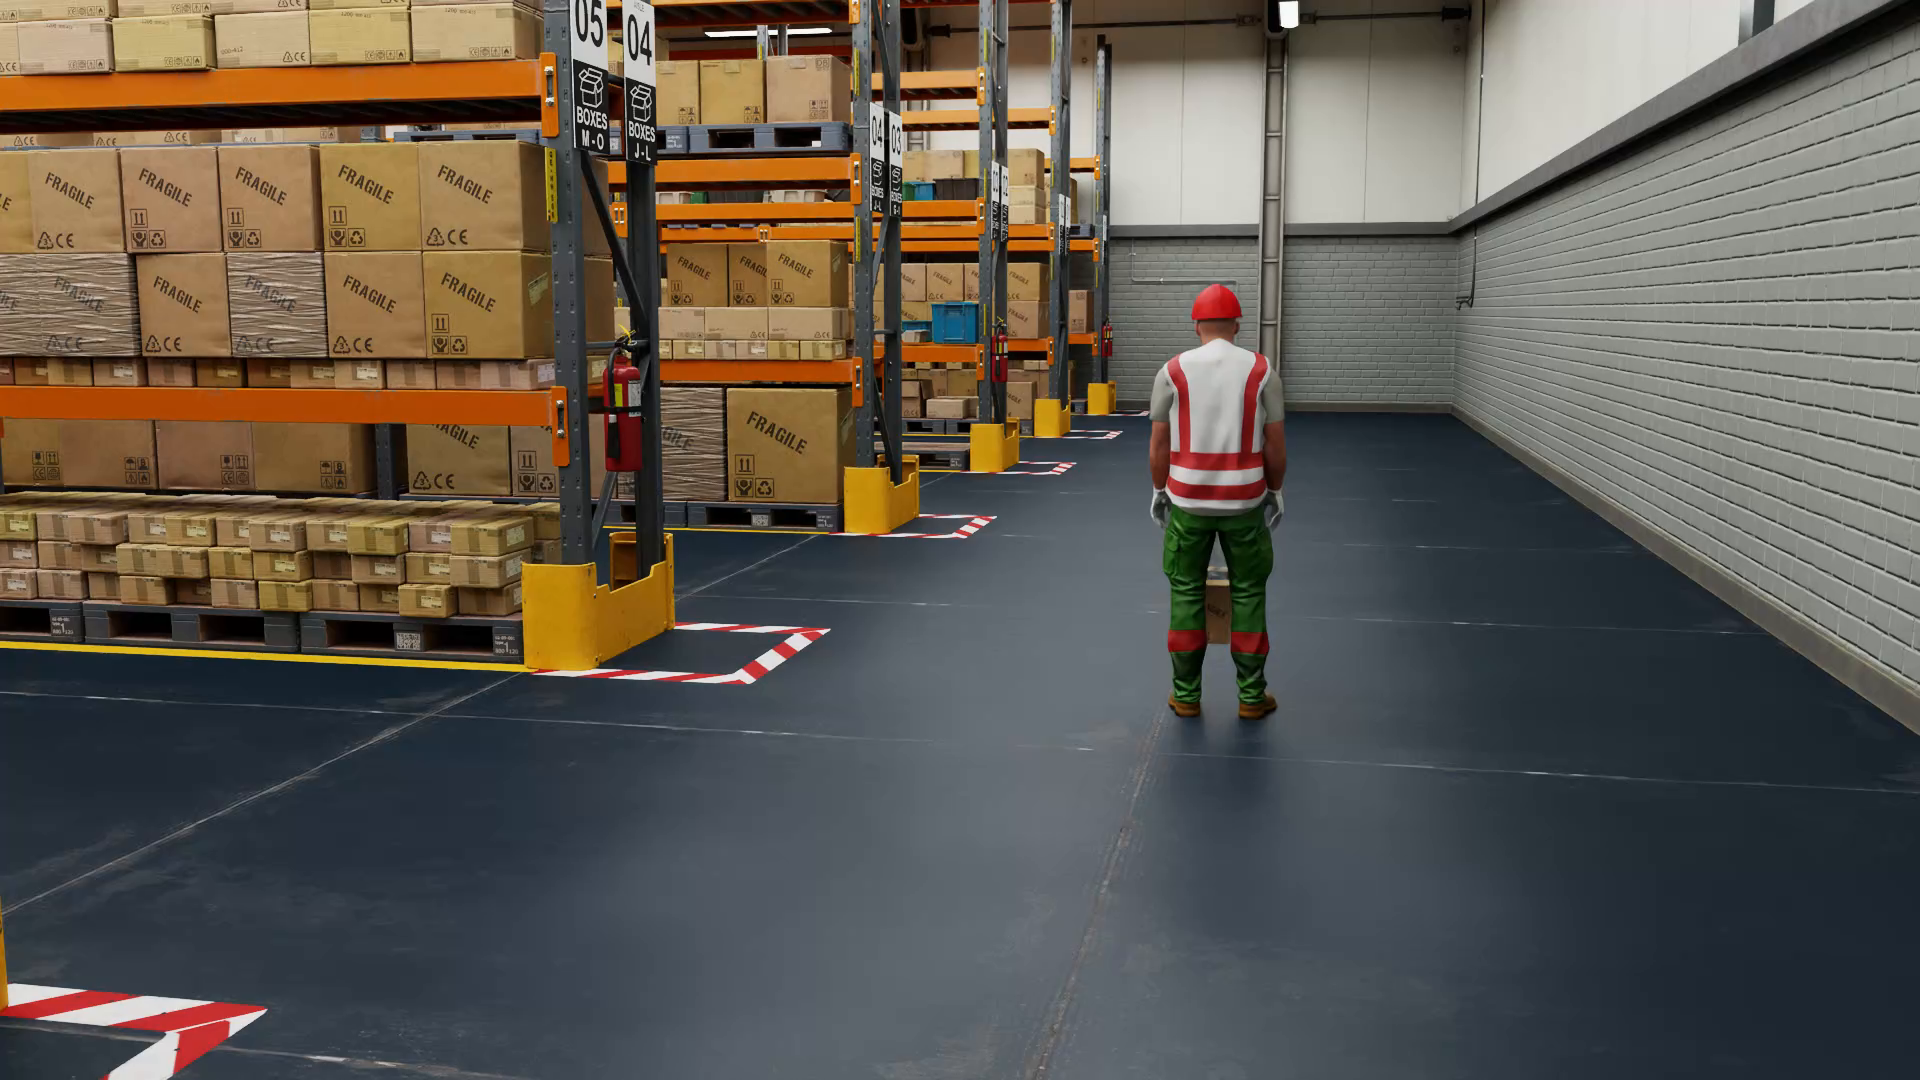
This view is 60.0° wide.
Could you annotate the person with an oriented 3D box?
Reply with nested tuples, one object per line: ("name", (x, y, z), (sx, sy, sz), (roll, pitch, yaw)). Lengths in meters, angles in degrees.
("person", (1.061, -0.157, 6.879), (0.558, 1.783, 0.427), (1, 8, 9))
